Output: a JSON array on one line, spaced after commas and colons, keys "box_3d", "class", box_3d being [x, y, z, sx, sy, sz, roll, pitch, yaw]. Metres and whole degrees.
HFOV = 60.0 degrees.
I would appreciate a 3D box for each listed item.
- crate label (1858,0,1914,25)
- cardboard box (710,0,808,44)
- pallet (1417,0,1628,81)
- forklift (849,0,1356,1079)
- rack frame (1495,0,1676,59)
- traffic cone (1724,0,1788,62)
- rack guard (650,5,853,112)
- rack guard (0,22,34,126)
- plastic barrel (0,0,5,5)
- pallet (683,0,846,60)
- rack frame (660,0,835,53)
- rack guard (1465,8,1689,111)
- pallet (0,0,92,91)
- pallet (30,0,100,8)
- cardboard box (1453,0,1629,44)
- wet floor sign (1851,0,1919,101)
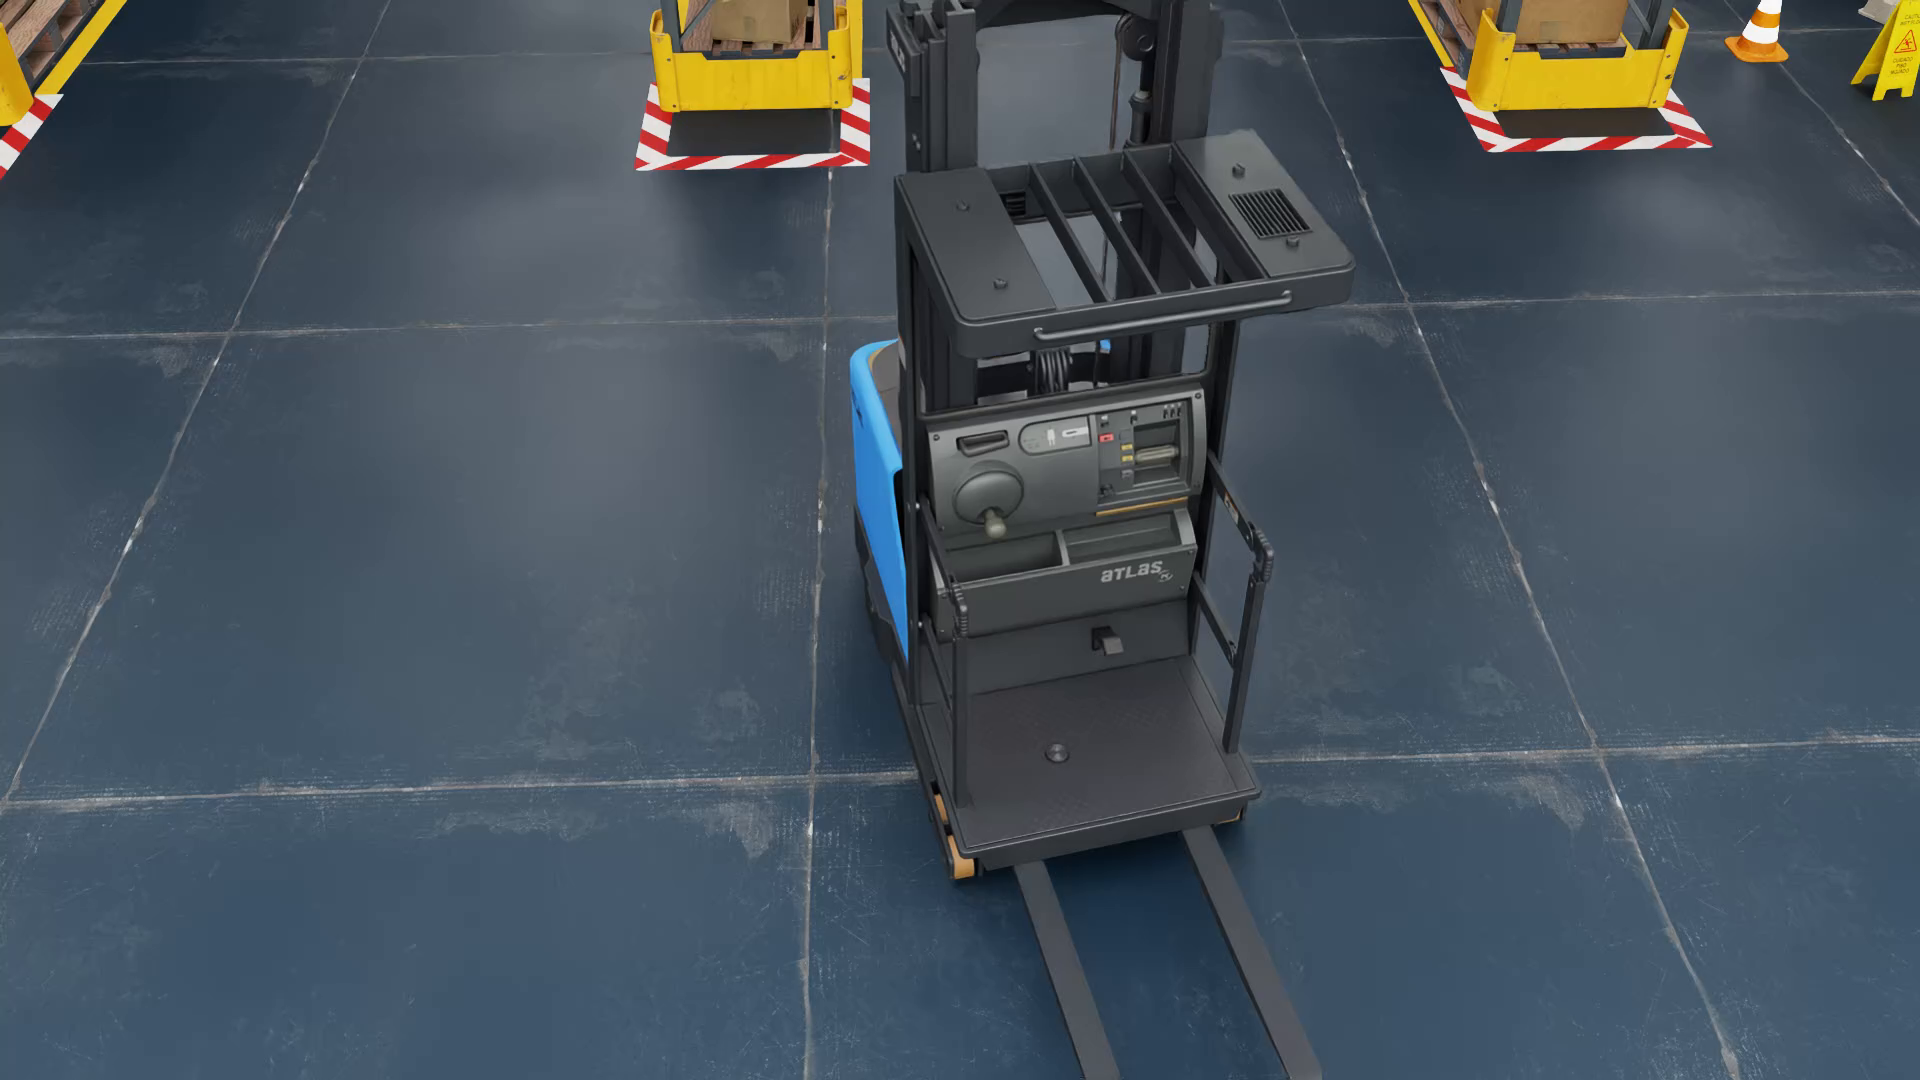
[{"box_3d": [6.161, -3.529, 10.999, 0.250, 0.136, 0.298, -23, 47, -23], "class": "crate label"}, {"box_3d": [-1.253, -3.435, 10.316, 0.500, 0.500, 0.500, 6, 43, 6], "class": "cardboard box"}, {"box_3d": [3.605, -3.363, 10.763, 1.003, 0.211, 1.213, -2, 43, -2], "class": "pallet"}, {"box_3d": [0.412, -0.166, 5.262, 1.130, 2.935, 3.031, -10, 43, -10], "class": "forklift"}, {"box_3d": [3.717, -3.853, 9.234, 1.000, 3.000, 0.127, -2, 43, -2], "class": "rack frame"}, {"box_3d": [5.113, -3.317, 10.527, 0.336, 0.463, 0.334, -2, 43, -2], "class": "traffic cone"}, {"box_3d": [-1.246, -2.909, 10.054, 1.175, 0.500, 0.348, -2, 43, -2], "class": "rack guard"}, {"box_3d": [-6.242, -2.766, 9.897, 1.175, 0.500, 0.348, -2, 43, -2], "class": "rack guard"}, {"box_3d": [-6.317, -3.655, 10.548, 0.421, 0.512, 0.421, 0, 43, 0], "class": "plastic barrel"}, {"box_3d": [-1.245, -3.352, 10.751, 1.003, 0.211, 1.213, -2, 43, -2], "class": "pallet"}, {"box_3d": [-1.243, -3.779, 9.153, 1.000, 3.000, 0.127, -2, 43, -2], "class": "rack frame"}, {"box_3d": [3.718, -2.916, 10.061, 1.175, 0.500, 0.348, -2, 43, -2], "class": "rack guard"}, {"box_3d": [-6.271, -3.208, 10.593, 1.003, 0.211, 1.213, -2, 43, -2], "class": "pallet"}, {"box_3d": [-6.320, -4.029, 11.490, 1.003, 0.211, 1.213, -2, 43, -2], "class": "pallet"}, {"box_3d": [3.622, -3.681, 10.307, 0.875, 0.875, 0.875, -1, 43, -2], "class": "cardboard box"}, {"box_3d": [5.696, -3.023, 10.070, 0.267, 0.644, 0.232, -8, 43, -9], "class": "wet floor sign"}]
